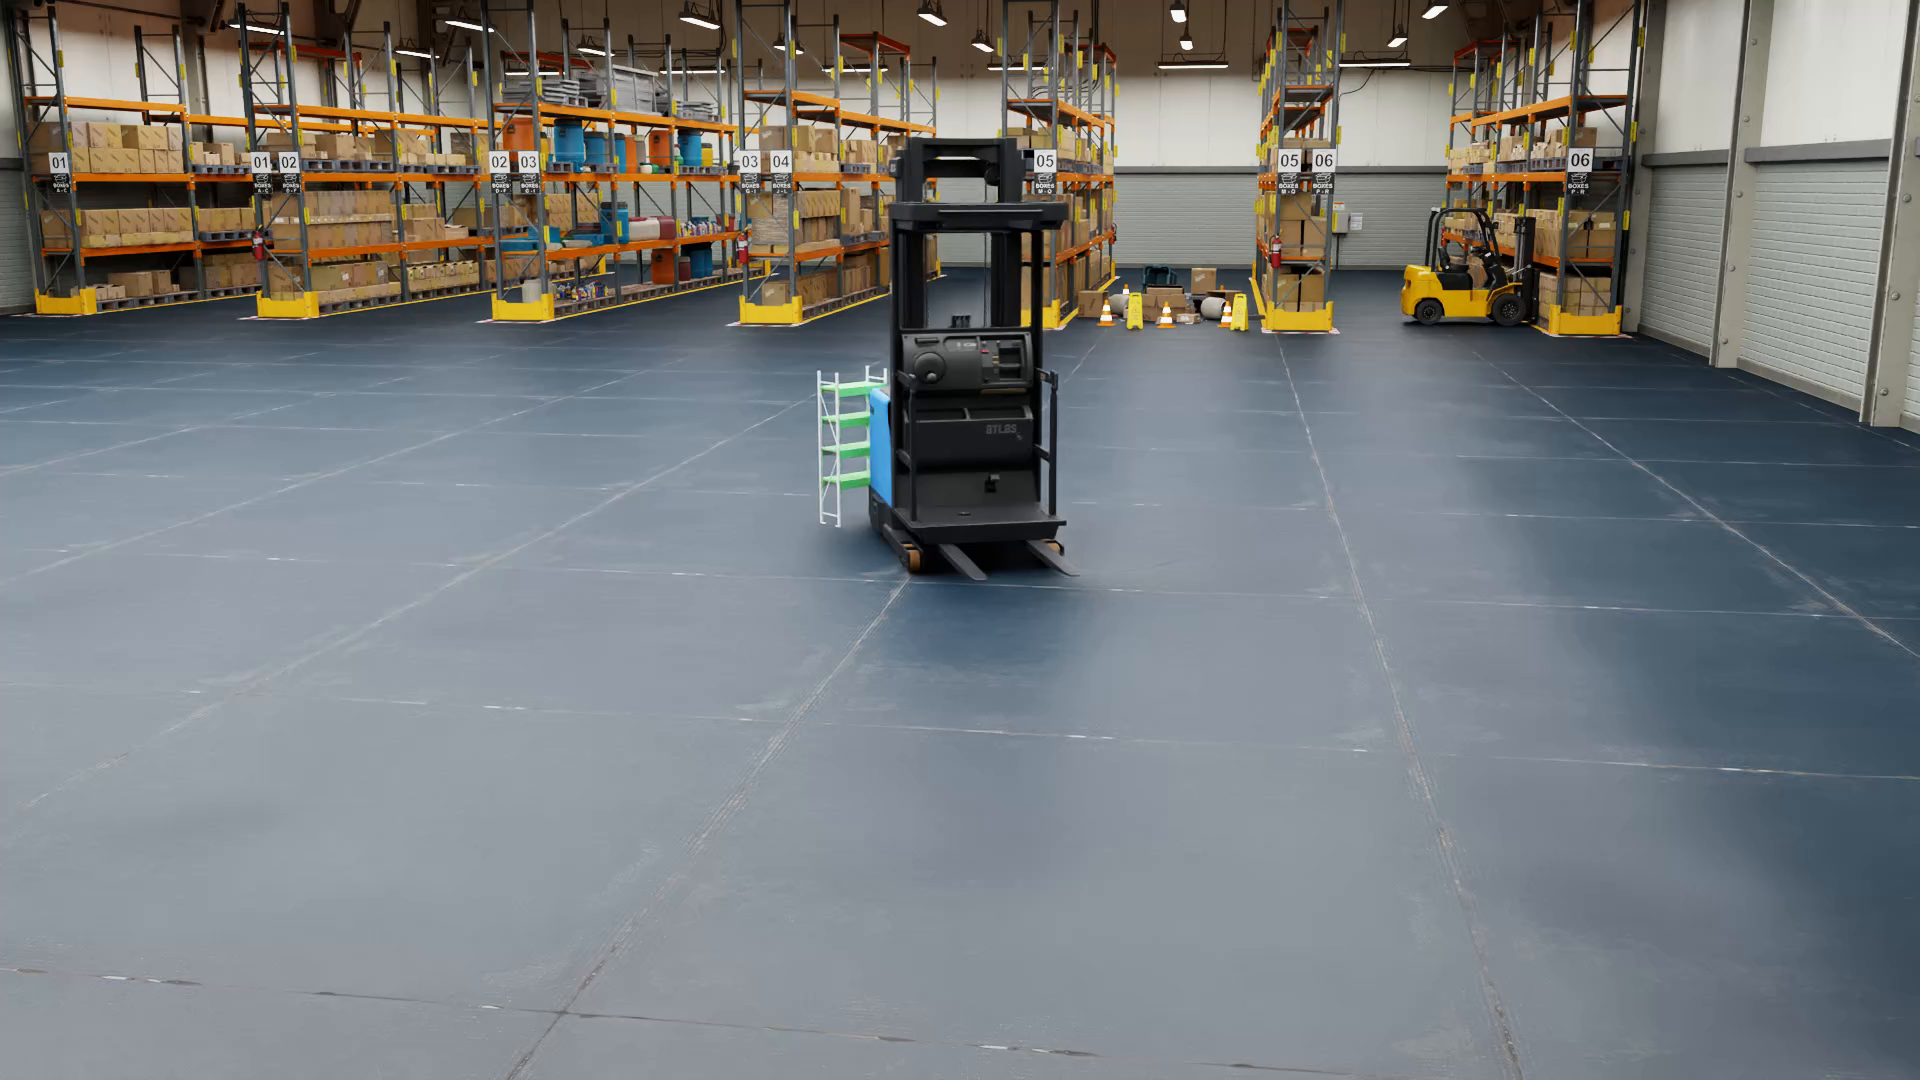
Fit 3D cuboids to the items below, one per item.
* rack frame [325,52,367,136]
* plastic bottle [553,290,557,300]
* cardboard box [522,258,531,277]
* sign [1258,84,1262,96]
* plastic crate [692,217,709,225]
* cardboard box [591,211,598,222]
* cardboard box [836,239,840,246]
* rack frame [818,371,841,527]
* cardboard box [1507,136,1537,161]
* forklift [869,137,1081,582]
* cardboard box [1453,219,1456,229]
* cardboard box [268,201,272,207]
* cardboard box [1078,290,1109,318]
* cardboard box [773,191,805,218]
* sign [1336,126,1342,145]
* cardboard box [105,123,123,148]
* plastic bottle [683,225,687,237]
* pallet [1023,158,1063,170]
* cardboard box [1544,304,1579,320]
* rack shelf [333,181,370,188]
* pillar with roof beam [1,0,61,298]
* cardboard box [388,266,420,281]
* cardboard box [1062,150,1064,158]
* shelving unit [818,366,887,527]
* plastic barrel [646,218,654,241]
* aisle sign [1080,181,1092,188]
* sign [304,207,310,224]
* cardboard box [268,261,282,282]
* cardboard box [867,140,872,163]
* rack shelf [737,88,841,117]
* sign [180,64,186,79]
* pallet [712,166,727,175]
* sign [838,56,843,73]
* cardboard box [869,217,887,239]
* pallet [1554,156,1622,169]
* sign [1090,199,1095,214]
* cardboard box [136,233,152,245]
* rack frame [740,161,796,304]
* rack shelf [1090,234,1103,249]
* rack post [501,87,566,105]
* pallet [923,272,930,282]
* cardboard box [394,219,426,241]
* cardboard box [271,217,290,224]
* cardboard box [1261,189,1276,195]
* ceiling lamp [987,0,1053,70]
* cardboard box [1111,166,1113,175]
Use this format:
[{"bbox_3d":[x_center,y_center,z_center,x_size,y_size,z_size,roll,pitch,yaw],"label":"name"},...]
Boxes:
[{"bbox_3d":[-16.461,-11.531,44.639,1.000,3.000,0.127,2,12,9],"label":"rack frame"},{"bbox_3d":[-8.455,-5.103,34.651,0.097,0.201,0.097,0,12,0],"label":"plastic bottle"},{"bbox_3d":[-11.520,-7.113,43.267,0.500,0.500,0.500,2,12,9],"label":"cardboard box"},{"bbox_3d":[8.082,-12.114,44.753,0.100,0.325,0.005,2,12,9],"label":"sign"},{"bbox_3d":[-6.937,-8.407,44.279,0.392,0.384,0.575,2,12,9],"label":"plastic crate"},{"bbox_3d":[-10.750,-9.218,47.910,0.500,0.500,0.500,2,12,10],"label":"cardboard box"},{"bbox_3d":[-2.751,-6.274,35.084,0.380,0.149,0.250,2,12,9],"label":"cardboard box"},{"bbox_3d":[-1.015,-0.704,12.912,0.015,1.200,0.240,-11,16,-42],"label":"rack frame"},{"bbox_3d":[11.796,-8.218,34.913,0.500,0.500,0.500,2,12,10],"label":"cardboard box"},{"bbox_3d":[0.104,-1.290,11.522,1.130,2.935,3.031,-3,12,-12],"label":"forklift"},{"bbox_3d":[12.989,-8.137,42.780,0.500,0.250,0.500,2,12,7],"label":"cardboard box"},{"bbox_3d":[-17.100,-8.274,40.944,0.380,0.149,0.250,0,12,1],"label":"cardboard box"},{"bbox_3d":[2.653,-4.693,33.076,0.500,0.500,0.500,4,13,18],"label":"cardboard box"},{"bbox_3d":[-3.269,-6.408,31.789,0.500,0.500,0.500,2,12,9],"label":"cardboard box"},{"bbox_3d":[6.705,-7.174,29.466,0.100,0.325,0.005,2,12,9],"label":"sign"},{"bbox_3d":[-17.812,-8.396,34.555,0.500,0.500,0.500,2,12,10],"label":"cardboard box"},{"bbox_3d":[-6.764,-7.590,40.869,0.061,0.283,0.133,2,12,9],"label":"plastic bottle"},{"bbox_3d":[1.366,-7.015,31.014,1.003,0.211,1.213,2,12,9],"label":"pallet"},{"bbox_3d":[10.834,-4.107,29.960,0.500,0.250,0.500,2,12,9],"label":"cardboard box"},{"bbox_3d":[-16.769,-9.297,43.099,1.077,0.370,4.000,2,12,9],"label":"rack shelf"},{"bbox_3d":[-14.800,-9.067,33.207,9.100,9.000,0.548,2,12,9],"label":"pillar with roof beam"},{"bbox_3d":[-12.486,-5.987,37.351,0.500,0.311,0.500,2,12,9],"label":"cardboard box"},{"bbox_3d":[1.748,-7.254,31.274,0.380,0.149,0.250,2,12,9],"label":"cardboard box"},{"bbox_3d":[-0.837,-0.739,13.075,0.503,1.200,0.258,-11,16,-42],"label":"shelving unit"},{"bbox_3d":[-7.299,-7.191,38.473,0.421,0.512,0.421,0,12,0],"label":"plastic barrel"},{"bbox_3d":[3.438,-10.064,45.899,0.394,0.787,0.004,2,12,9],"label":"aisle sign"},{"bbox_3d":[-12.864,-6.383,32.750,0.100,0.325,0.005,2,12,9],"label":"sign"},{"bbox_3d":[-17.135,-6.607,40.921,0.700,0.500,0.500,2,12,9],"label":"cardboard box"},{"bbox_3d":[-2.287,-8.829,37.799,0.500,0.500,0.500,2,12,9],"label":"cardboard box"},{"bbox_3d":[-3.316,-8.615,32.822,1.077,0.370,4.000,2,12,9],"label":"rack shelf"},{"bbox_3d":[-17.158,-10.340,36.706,0.100,0.325,0.005,2,12,9],"label":"sign"},{"bbox_3d":[-6.696,-9.485,42.714,1.213,0.211,1.003,2,12,9],"label":"pallet"},{"bbox_3d":[-2.475,-9.858,34.471,0.100,0.325,0.005,2,12,9],"label":"sign"},{"bbox_3d":[-2.049,-7.425,39.591,0.500,0.500,0.500,2,12,10],"label":"cardboard box"},{"bbox_3d":[11.208,-6.707,29.586,1.003,0.211,1.213,2,12,9],"label":"pallet"},{"bbox_3d":[3.041,-7.651,38.128,0.100,0.325,0.005,2,12,9],"label":"sign"},{"bbox_3d":[-17.688,-6.448,35.600,0.500,0.250,0.500,2,12,9],"label":"cardboard box"},{"bbox_3d":[-3.623,-5.619,31.446,1.000,3.000,0.127,2,12,9],"label":"rack frame"},{"bbox_3d":[2.800,-7.167,40.338,1.077,0.370,4.000,2,12,9],"label":"rack shelf"},{"bbox_3d":[-8.275,-8.621,32.322,0.937,0.300,0.954,3,13,15],"label":"rack post"},{"bbox_3d":[-1.398,-7.164,45.235,1.003,0.211,1.213,2,12,9],"label":"pallet"},{"bbox_3d":[-12.581,-7.091,38.040,0.500,0.500,0.500,3,12,13],"label":"cardboard box"},{"bbox_3d":[-13.541,-6.392,33.258,0.380,0.149,0.250,2,12,8],"label":"cardboard box"},{"bbox_3d":[7.747,-8.725,41.708,0.380,0.149,0.250,2,12,7],"label":"cardboard box"},{"bbox_3d":[1.756,-15.212,47.865,2.000,3.185,0.800,2,12,9],"label":"ceiling lamp"},{"bbox_3d":[3.843,-9.951,44.784,0.500,0.250,0.500,2,12,9],"label":"cardboard box"}]
